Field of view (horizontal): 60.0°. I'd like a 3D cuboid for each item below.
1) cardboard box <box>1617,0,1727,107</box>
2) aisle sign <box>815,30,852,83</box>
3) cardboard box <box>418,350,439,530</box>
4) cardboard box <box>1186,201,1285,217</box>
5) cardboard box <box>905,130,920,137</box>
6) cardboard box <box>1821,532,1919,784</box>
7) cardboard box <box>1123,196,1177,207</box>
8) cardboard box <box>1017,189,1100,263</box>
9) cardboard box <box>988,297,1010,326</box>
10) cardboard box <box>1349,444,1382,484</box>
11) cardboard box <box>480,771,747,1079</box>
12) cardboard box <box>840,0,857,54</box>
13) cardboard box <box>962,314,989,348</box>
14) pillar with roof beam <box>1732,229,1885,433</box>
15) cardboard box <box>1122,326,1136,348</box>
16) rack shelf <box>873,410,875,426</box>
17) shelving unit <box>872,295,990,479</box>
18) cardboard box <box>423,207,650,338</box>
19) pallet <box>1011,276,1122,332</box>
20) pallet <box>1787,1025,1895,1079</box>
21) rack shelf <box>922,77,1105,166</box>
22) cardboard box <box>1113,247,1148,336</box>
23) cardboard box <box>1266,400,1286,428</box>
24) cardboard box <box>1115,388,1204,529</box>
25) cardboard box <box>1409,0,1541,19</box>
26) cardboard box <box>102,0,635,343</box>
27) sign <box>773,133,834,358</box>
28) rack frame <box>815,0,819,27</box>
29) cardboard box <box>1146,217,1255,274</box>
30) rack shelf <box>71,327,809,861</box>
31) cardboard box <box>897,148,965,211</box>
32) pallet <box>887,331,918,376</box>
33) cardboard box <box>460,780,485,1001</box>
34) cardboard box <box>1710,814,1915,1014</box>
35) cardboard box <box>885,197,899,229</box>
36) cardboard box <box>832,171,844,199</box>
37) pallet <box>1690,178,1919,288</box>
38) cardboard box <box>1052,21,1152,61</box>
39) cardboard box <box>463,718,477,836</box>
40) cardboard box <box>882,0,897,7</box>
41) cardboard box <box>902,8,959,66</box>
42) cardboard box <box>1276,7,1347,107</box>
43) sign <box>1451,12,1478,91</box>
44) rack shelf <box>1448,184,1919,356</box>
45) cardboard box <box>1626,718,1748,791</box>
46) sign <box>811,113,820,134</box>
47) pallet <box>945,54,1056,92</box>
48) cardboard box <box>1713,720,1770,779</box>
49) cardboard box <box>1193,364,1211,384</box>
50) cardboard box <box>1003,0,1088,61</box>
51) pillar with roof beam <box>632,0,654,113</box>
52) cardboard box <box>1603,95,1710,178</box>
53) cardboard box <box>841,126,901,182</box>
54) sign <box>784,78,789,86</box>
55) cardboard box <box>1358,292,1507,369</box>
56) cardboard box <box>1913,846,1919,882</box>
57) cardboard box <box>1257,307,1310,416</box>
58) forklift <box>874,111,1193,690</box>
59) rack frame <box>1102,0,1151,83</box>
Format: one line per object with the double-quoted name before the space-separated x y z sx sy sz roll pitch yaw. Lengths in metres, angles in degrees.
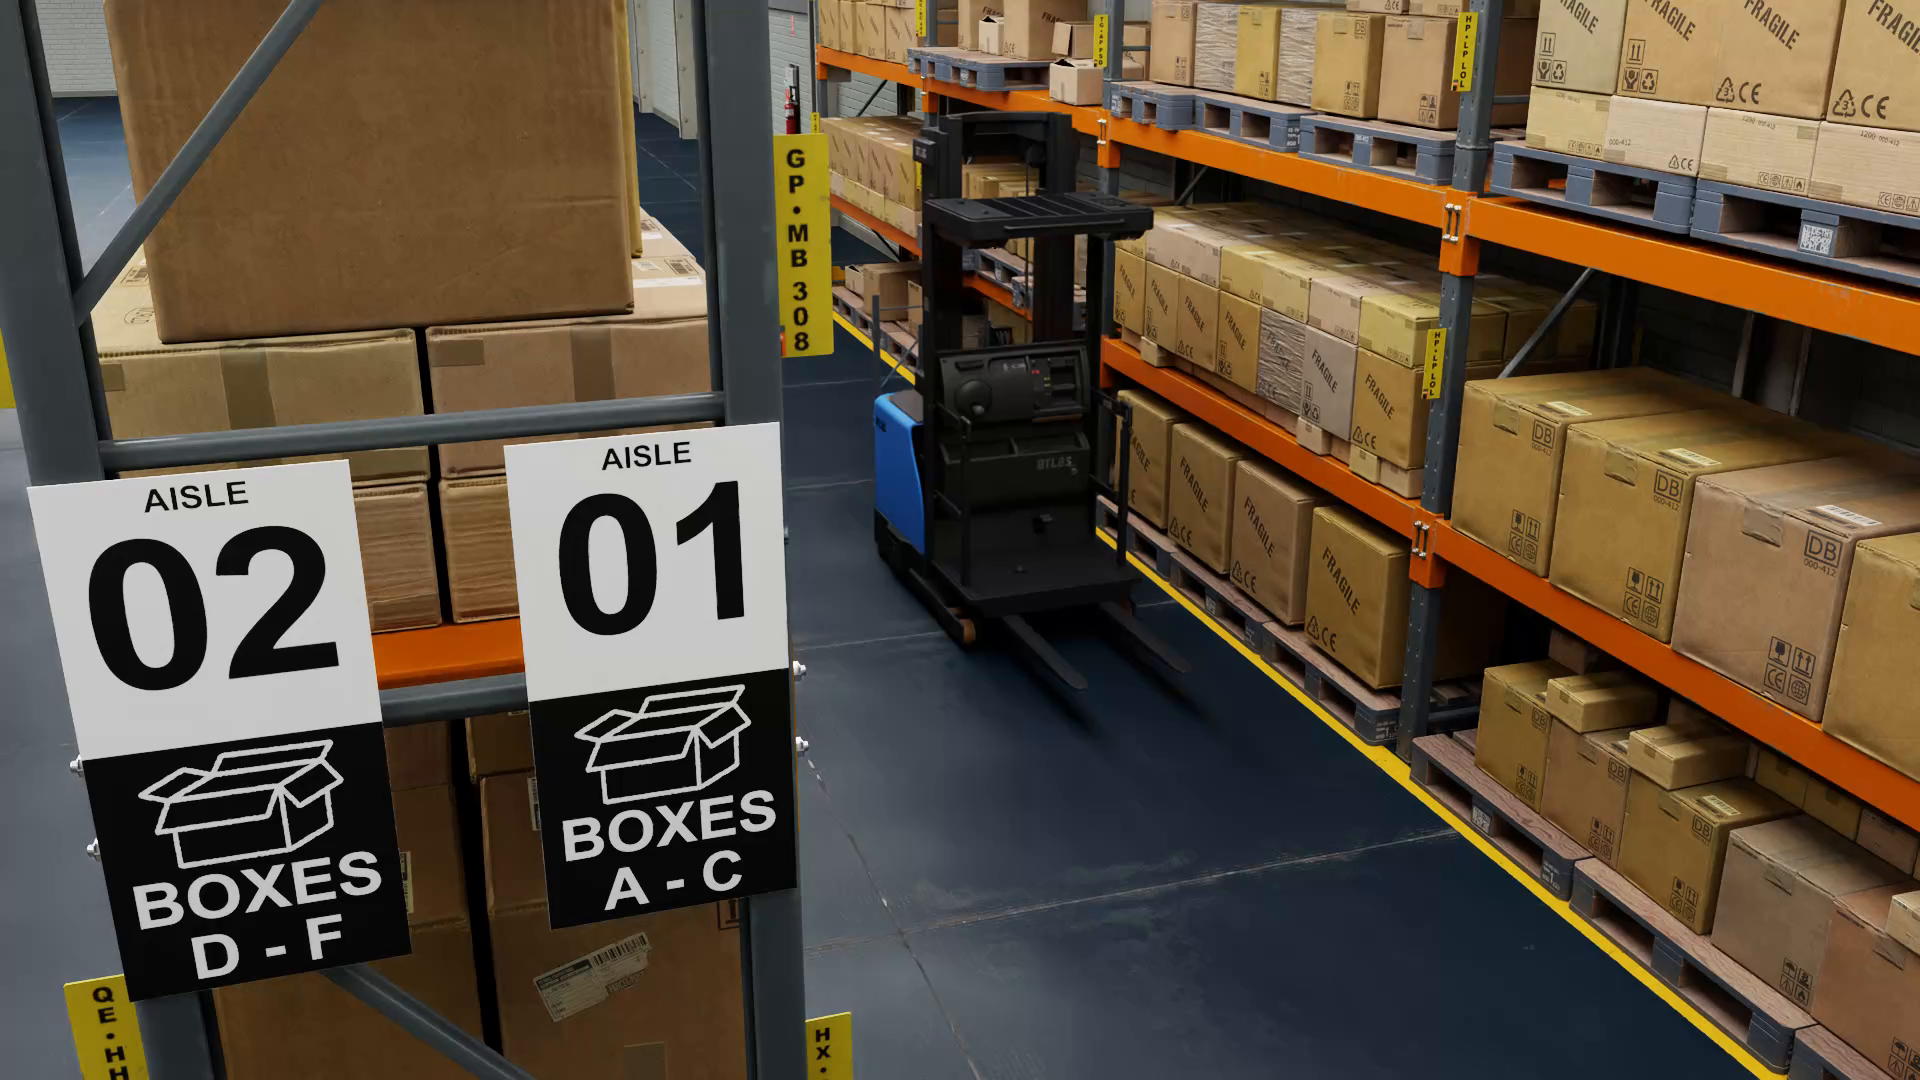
"cardboard box" 2.816 -1.876 6.108 0.500 0.500 0.500 -7 21 -18
"aisle sign" -1.389 -5.426 18.239 0.394 0.787 0.004 -6 21 -17
"cardboard box" -1.312 -0.189 3.289 0.500 0.250 0.500 -6 21 -17
"cardboard box" 1.822 -2.075 11.030 0.500 0.250 0.500 -6 21 -16
"cardboard box" -0.258 -3.885 16.877 0.500 0.500 0.500 -6 21 -16
"cardboard box" 3.538 0.387 5.457 0.980 0.700 0.700 -7 21 -18
"cardboard box" 1.296 -2.311 11.654 0.380 0.149 0.250 -9 22 -24
"cardboard box" 0.863 -2.445 12.988 0.700 0.500 0.500 -6 21 -17
"cardboard box" 0.565 -1.936 14.306 0.500 0.250 0.500 -7 21 -18
"cardboard box" 2.213 -0.408 8.458 0.380 0.149 0.250 -6 21 -16
"cardboard box" -0.643 0.763 3.228 0.500 0.500 0.500 -6 21 -16
"cardboard box" -0.912 -5.203 16.850 0.500 0.500 0.500 -5 20 -15
"cardboard box" 0.423 -1.724 14.825 0.700 0.500 0.500 -6 21 -15
"pillar with roof beam" -0.355 -2.593 5.325 9.100 9.000 0.400 -6 21 -17
"cardboard box" 1.317 -1.405 11.232 0.380 0.149 0.250 -7 21 -18
"rack shelf" -0.211 -0.730 11.763 0.538 0.185 1.000 -7 21 -19
"shelving unit" -0.211 -0.900 11.703 0.538 1.500 1.048 -7 21 -19
"cardboard box" -0.982 -0.639 3.803 0.500 0.250 0.500 -6 21 -17
"pallet" 1.108 -1.771 12.193 1.213 0.211 1.003 -6 21 -17
"pallet" 3.622 1.988 5.571 1.003 0.211 1.213 -6 21 -17
"rack shelf" 0.804 -3.359 12.957 1.077 0.370 4.000 -6 21 -17
"cardboard box" 1.343 -1.657 10.975 0.500 0.500 0.500 -6 21 -16
"cardboard box" 1.958 -0.742 9.387 0.380 0.149 0.250 -7 21 -19
"cardboard box" 1.540 -0.580 11.152 0.750 0.750 0.750 -7 21 -18
"cardboard box" 2.538 -2.675 8.082 0.500 0.250 0.500 -5 20 -13
"cardboard box" -0.931 -0.642 2.701 0.700 0.500 0.500 -6 21 -17
"sign" -0.239 -0.430 2.445 0.100 0.325 0.005 -6 21 -17
"rack frame" -1.081 -7.034 17.689 1.000 3.000 0.127 -6 21 -17
"cardboard box" 1.501 -1.848 10.397 0.500 0.250 0.500 -7 21 -18
"rack shelf" -1.383 -0.264 4.341 1.077 0.370 4.000 -6 21 -17
"cardboard box" -0.266 -3.338 15.356 0.500 0.500 0.500 -6 21 -17
"pallet" -0.069 -1.827 16.190 1.003 0.211 1.213 -6 21 -17
"cardboard box" -1.471 0.962 4.152 0.500 0.500 0.500 -6 21 -17
"cardboard box" 3.316 1.366 6.252 0.700 0.500 0.500 -7 21 -19
"cardboard box" -0.410 -3.147 15.933 0.500 0.250 0.500 -6 21 -17
"cardboard box" -1.053 -3.794 17.736 0.500 0.250 0.500 -7 21 -19
"pallet" 3.317 -1.076 5.668 1.003 0.211 1.213 -6 21 -17
"cardboard box" 1.114 -3.539 12.213 0.797 0.503 0.637 -3 20 -10
"cardboard box" -1.283 0.583 5.207 0.500 0.500 0.500 -6 21 -16
"cardboard box" -0.422 -5.174 15.290 0.500 0.500 0.500 -5 20 -14
"cardboard box" -0.218 -4.532 14.982 0.500 0.500 0.500 -6 21 -16
"cardboard box" 2.185 -2.659 9.147 0.700 0.500 0.500 -6 21 -17
"sign" 2.178 -2.103 7.165 0.100 0.325 0.005 -6 21 -17
"rack shelf" 3.319 -0.792 5.810 1.077 0.370 4.000 -6 21 -17
"cardboard box" 2.927 0.861 6.699 0.380 0.149 0.250 -7 21 -19
"sign" -1.596 -4.561 18.396 0.100 0.325 0.005 -6 21 -17
"pallet" 0.598 -3.709 13.145 1.213 0.211 1.003 -6 21 -17
"cardboard box" 3.300 0.831 6.782 0.380 0.149 0.250 -6 21 -17
"cardboard box" 1.677 -1.079 10.324 0.380 0.149 0.250 -6 21 -16
"cardboard box" 0.659 -4.004 12.921 0.500 0.500 0.500 -7 21 -19
"pillar with roof beam" -11.671 -14.146 37.489 9.100 9.000 0.400 -6 21 -17
"cardboard box" 2.804 -1.531 6.258 0.500 0.250 0.500 -7 21 -18
"cardboard box" -0.914 -3.992 17.175 0.500 0.500 0.500 -7 21 -19
"sign" -2.750 -7.253 26.336 0.001 0.109 0.331 -6 21 -17
"cardboard box" 2.301 -1.032 8.126 0.500 0.250 0.500 -6 21 -16
"cardboard box" 3.623 1.159 5.870 0.380 0.149 0.250 -6 21 -17
"cardboard box" 1.986 -1.003 9.153 0.500 0.500 0.500 -6 21 -17
"forklift" 0.405 -0.915 9.629 1.130 2.935 3.031 -7 21 -19
"rack frame" 1.433 -4.467 10.542 1.000 3.000 0.127 -6 21 -17
